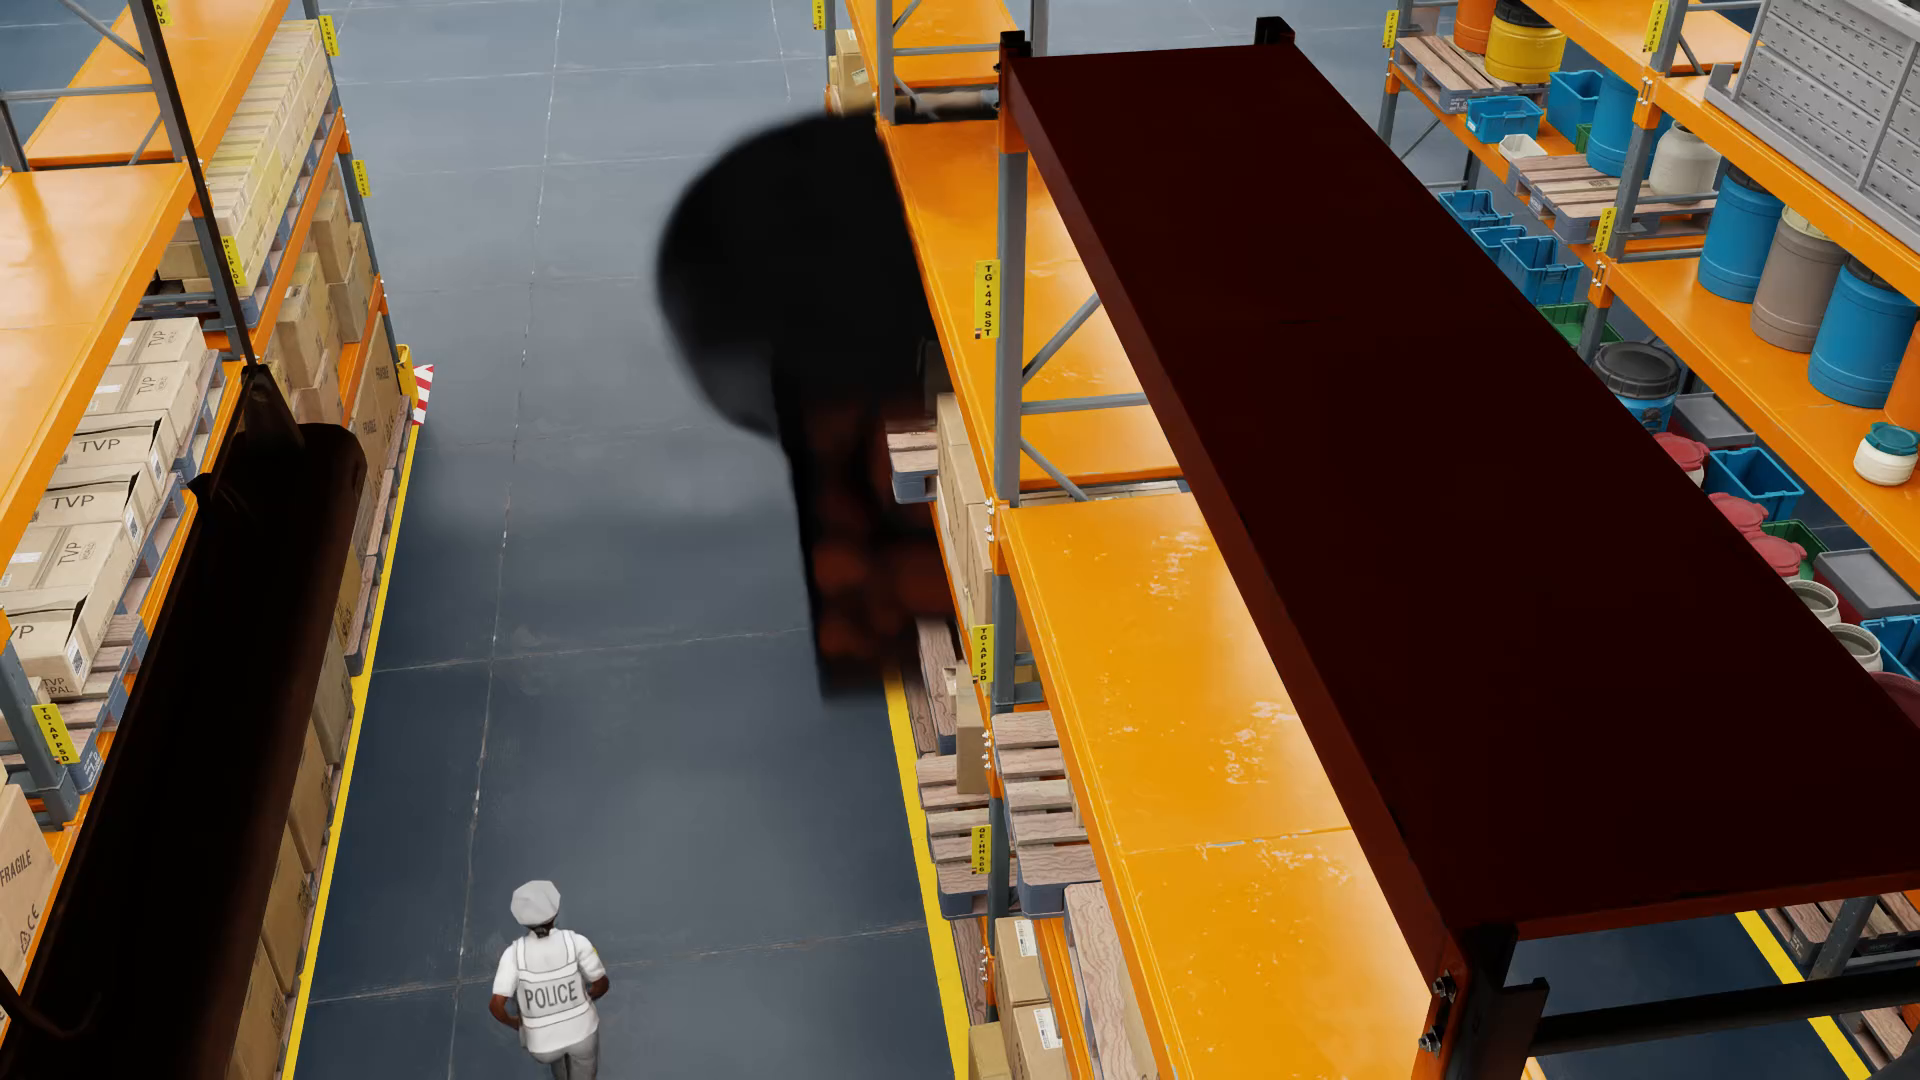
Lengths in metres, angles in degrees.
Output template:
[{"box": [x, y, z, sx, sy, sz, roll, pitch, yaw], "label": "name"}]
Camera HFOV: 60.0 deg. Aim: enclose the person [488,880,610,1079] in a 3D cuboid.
[{"box": [-2.039, 2.641, 8.557, 0.600, 1.623, 0.975, -13, 38, -18], "label": "person"}]
